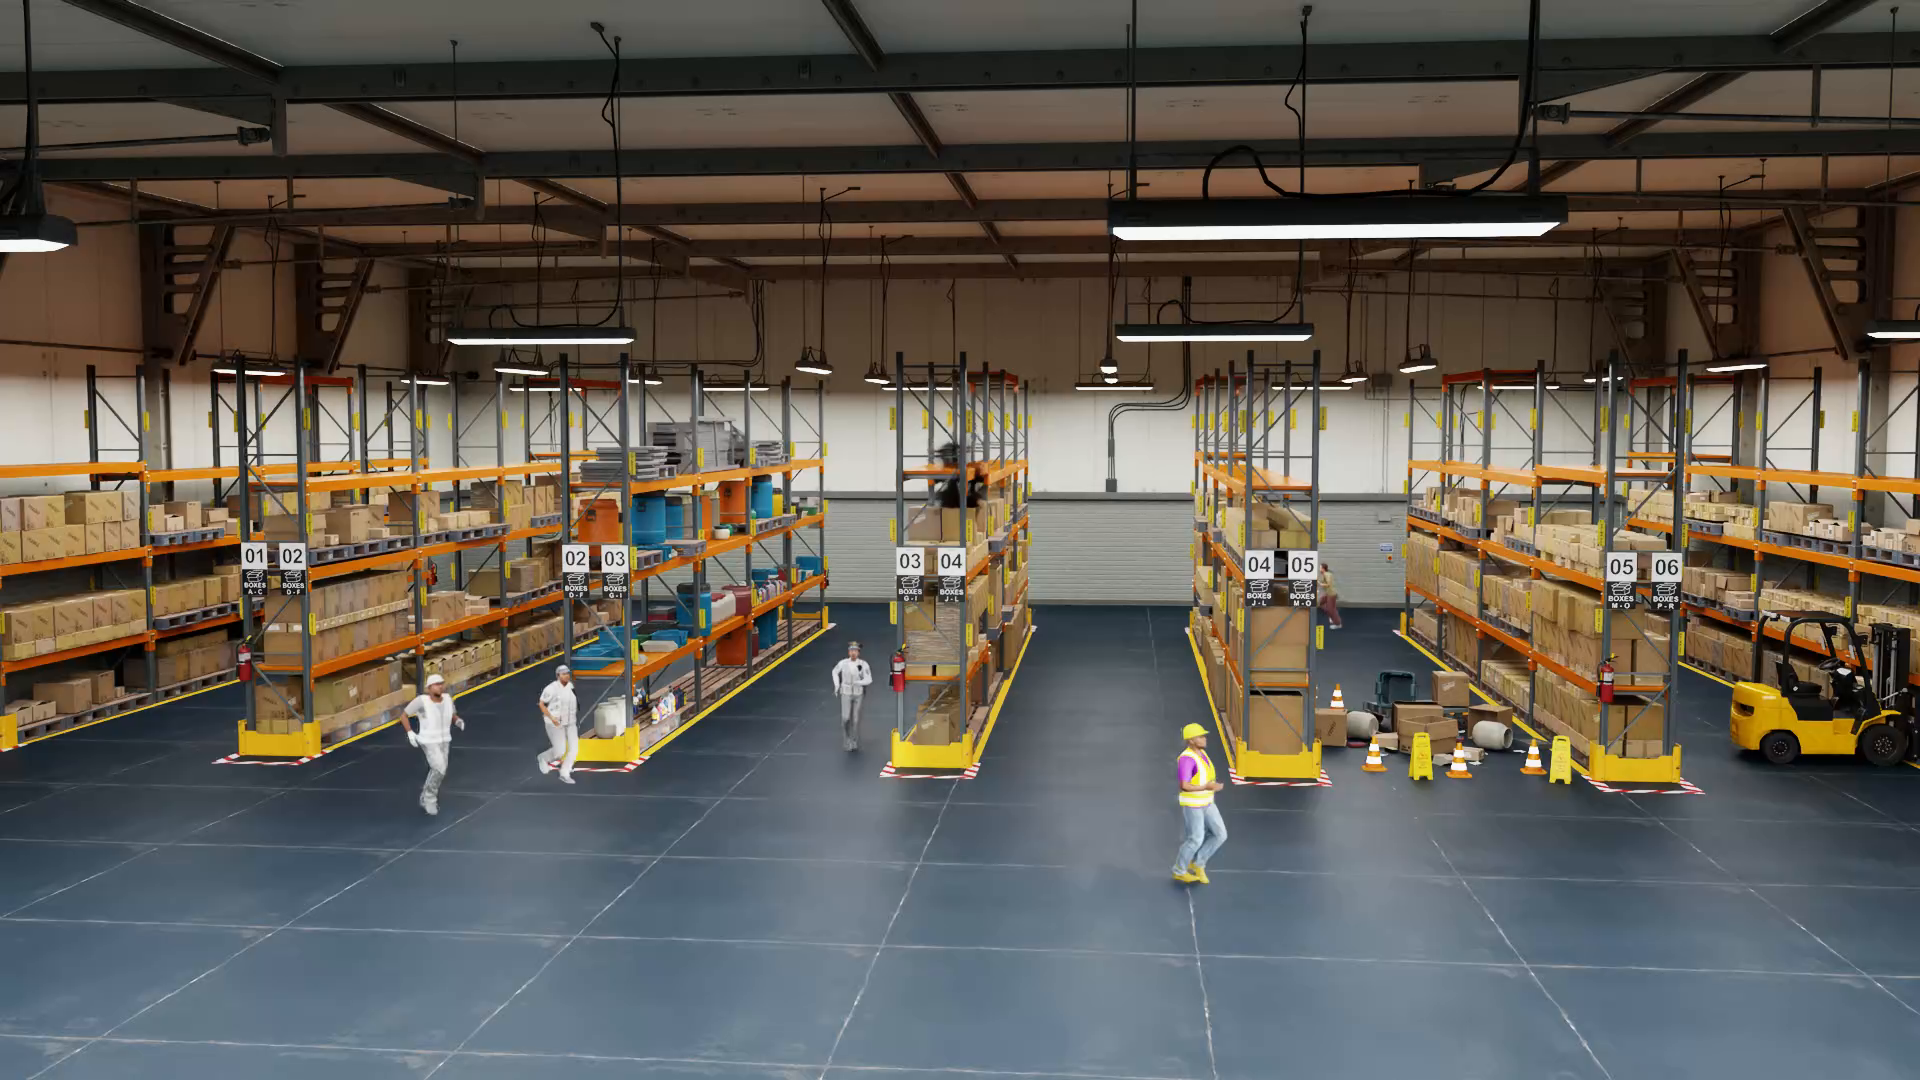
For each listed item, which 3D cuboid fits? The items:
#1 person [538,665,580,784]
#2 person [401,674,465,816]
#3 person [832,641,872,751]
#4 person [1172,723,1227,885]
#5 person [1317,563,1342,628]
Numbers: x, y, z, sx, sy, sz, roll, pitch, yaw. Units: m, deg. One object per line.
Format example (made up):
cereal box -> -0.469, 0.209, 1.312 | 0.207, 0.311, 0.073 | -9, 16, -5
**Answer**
person -> -5.602, 2.557, 23.181 | 0.601, 1.655, 0.622 | 3, 5, 32
person -> -6.692, 2.614, 21.295 | 0.722, 1.804, 0.670 | 3, 5, 32
person -> -1.633, 2.363, 25.205 | 0.598, 1.669, 0.611 | 0, 4, -5
person -> 2.600, 2.858, 17.898 | 0.649, 1.772, 0.677 | 3, 5, 34
person -> 8.903, 1.341, 40.240 | 0.755, 1.593, 0.568 | -1, 4, -7
